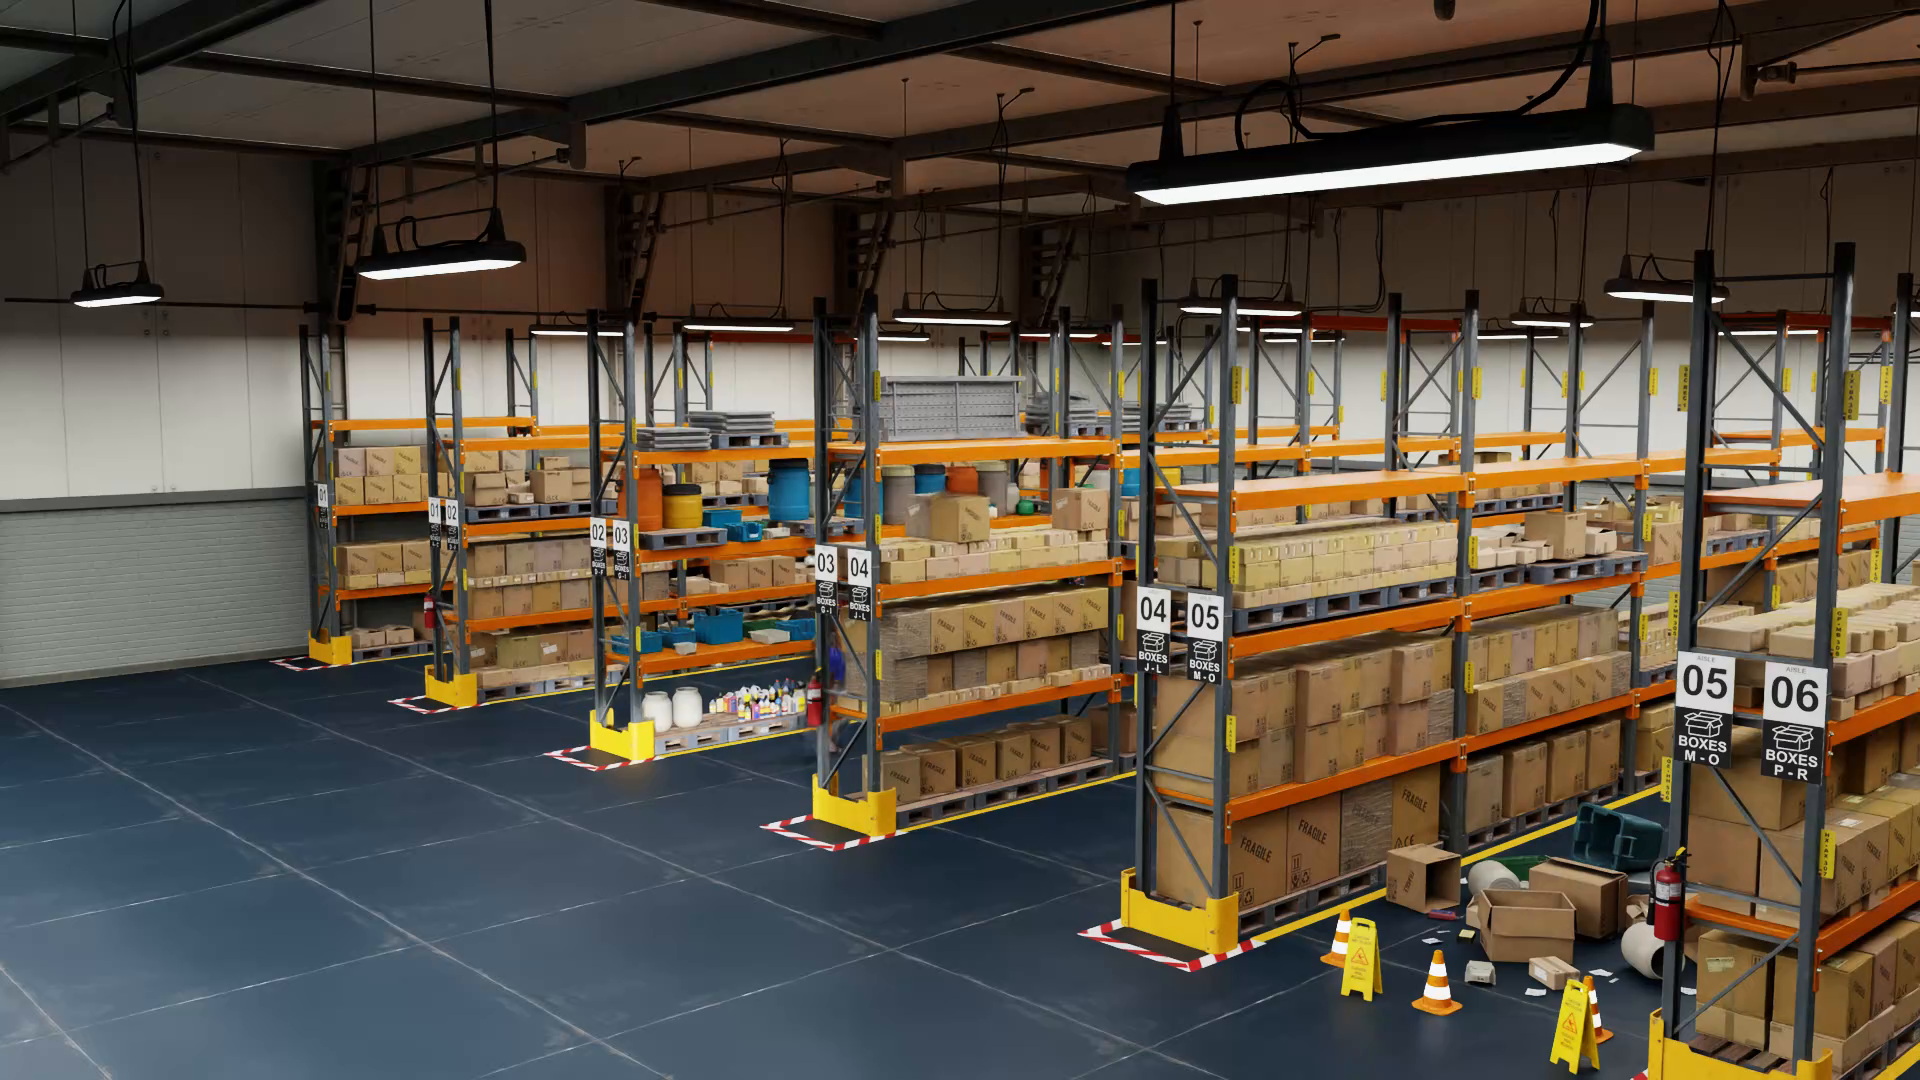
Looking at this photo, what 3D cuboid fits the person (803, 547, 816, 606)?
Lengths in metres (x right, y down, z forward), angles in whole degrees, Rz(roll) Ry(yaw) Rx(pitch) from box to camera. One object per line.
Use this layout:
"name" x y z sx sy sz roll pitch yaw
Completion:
"person" -3.013 0.920 33.968 0.369 1.728 0.523 2 6 19

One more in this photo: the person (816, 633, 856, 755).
"person" -1.672 2.081 22.550 0.560 1.660 0.484 -1 6 -7
